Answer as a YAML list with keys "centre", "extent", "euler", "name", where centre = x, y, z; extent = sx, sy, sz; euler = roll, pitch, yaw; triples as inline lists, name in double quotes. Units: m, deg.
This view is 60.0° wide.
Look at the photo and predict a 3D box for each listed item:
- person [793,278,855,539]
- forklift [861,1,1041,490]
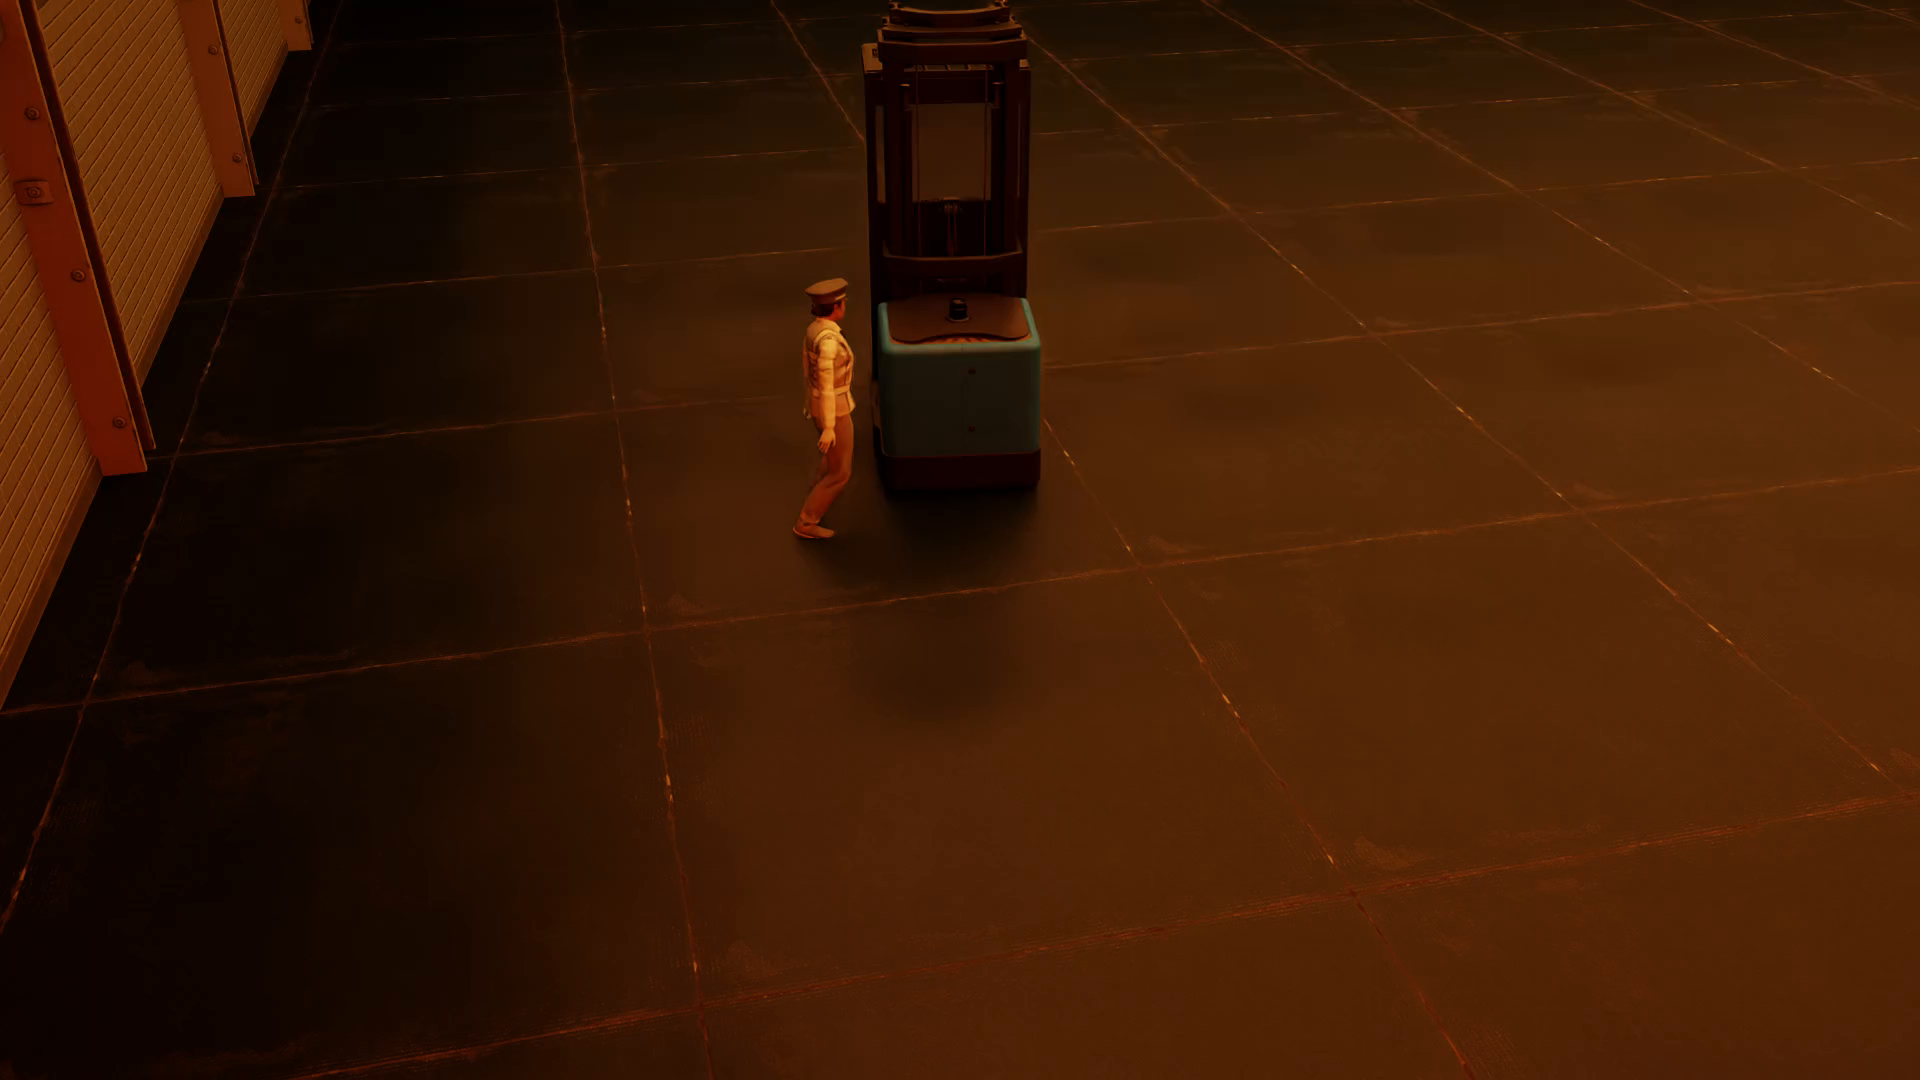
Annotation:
- centre: [-0.864, -0.777, 10.299]
  extent: [0.454, 1.644, 0.814]
  euler: [-6, 31, -11]
  name: "person"
- centre: [-0.101, -2.307, 11.559]
  extent: [1.130, 2.935, 3.031]
  euler: [-2, 30, -4]
  name: "forklift"
